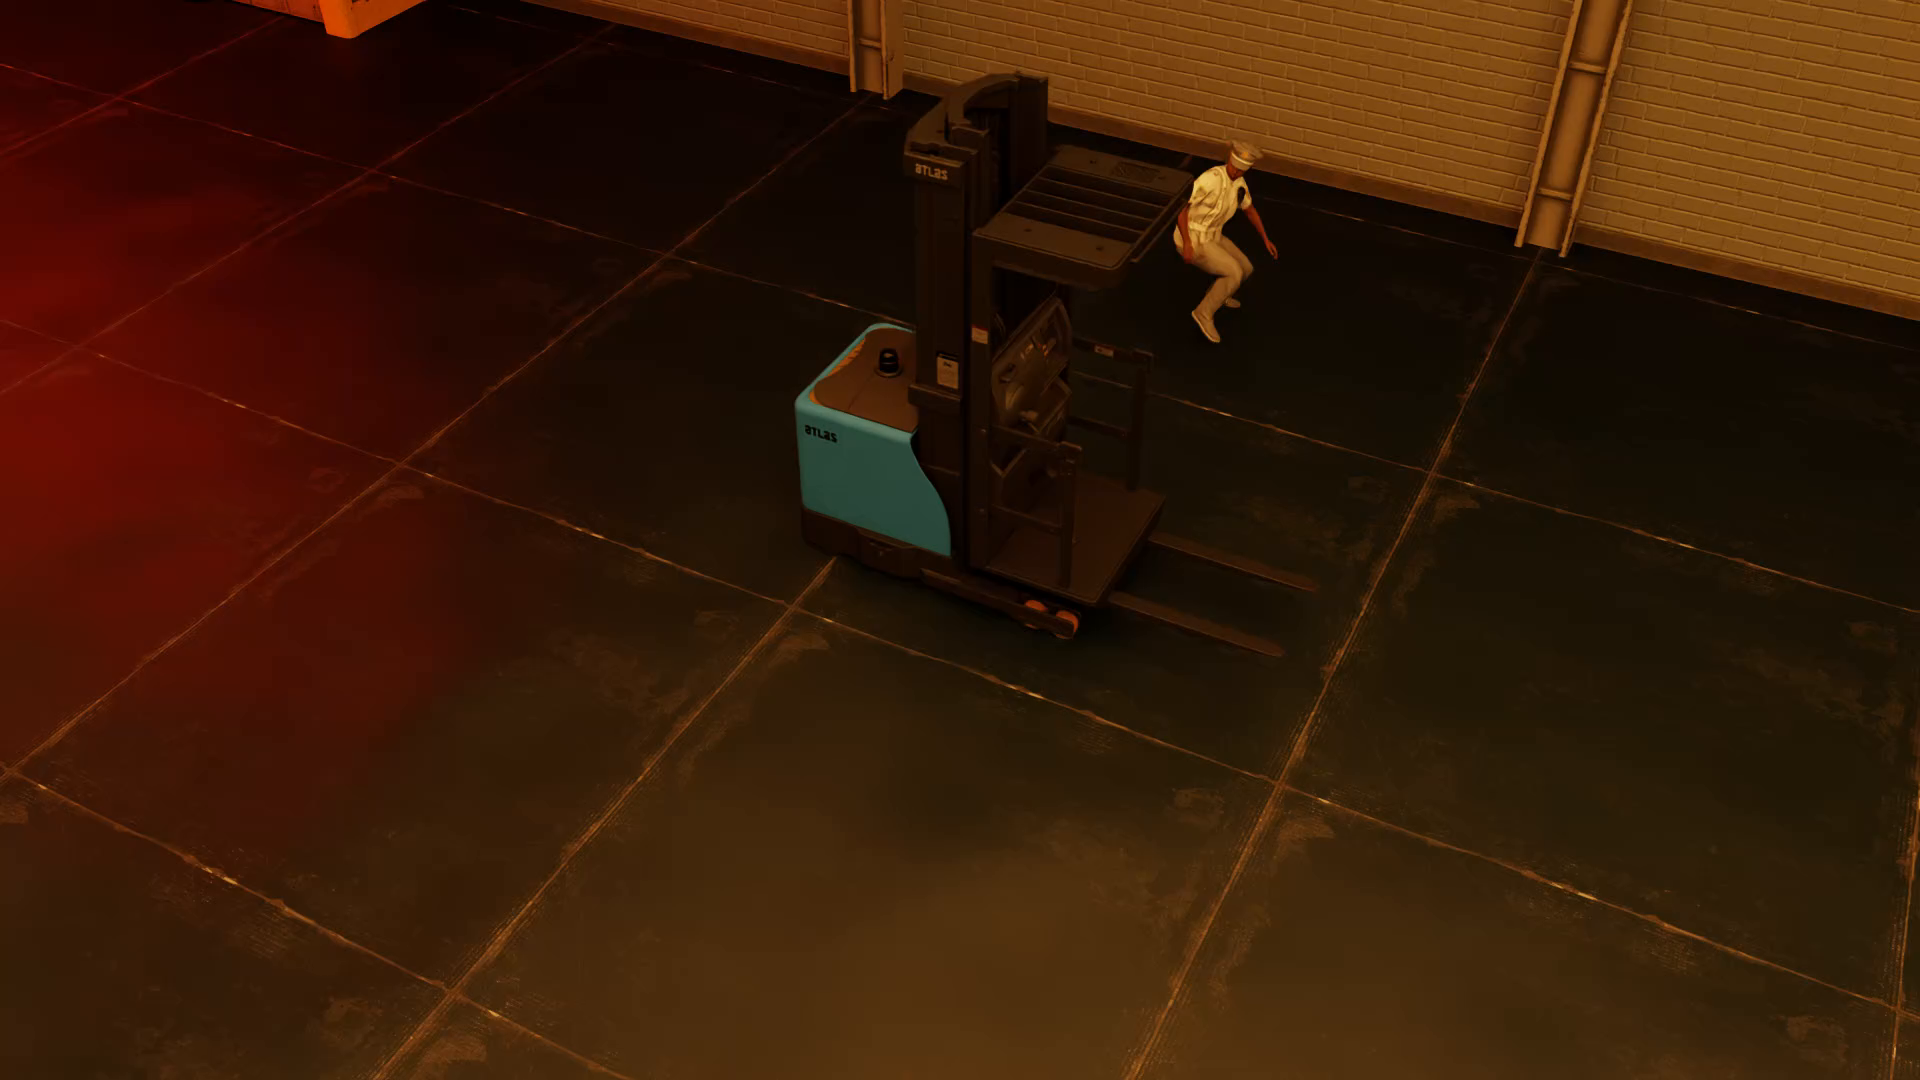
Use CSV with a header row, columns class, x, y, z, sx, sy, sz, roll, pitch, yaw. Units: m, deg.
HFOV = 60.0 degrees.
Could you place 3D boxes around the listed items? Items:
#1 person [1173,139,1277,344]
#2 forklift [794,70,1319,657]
class,x,y,z,sx,sy,sz,roll,pitch,yaw
person,1.843,-2.120,11.705,0.643,1.455,0.742,24,46,26
forklift,0.576,-0.944,9.107,3.031,2.935,1.130,18,43,20
